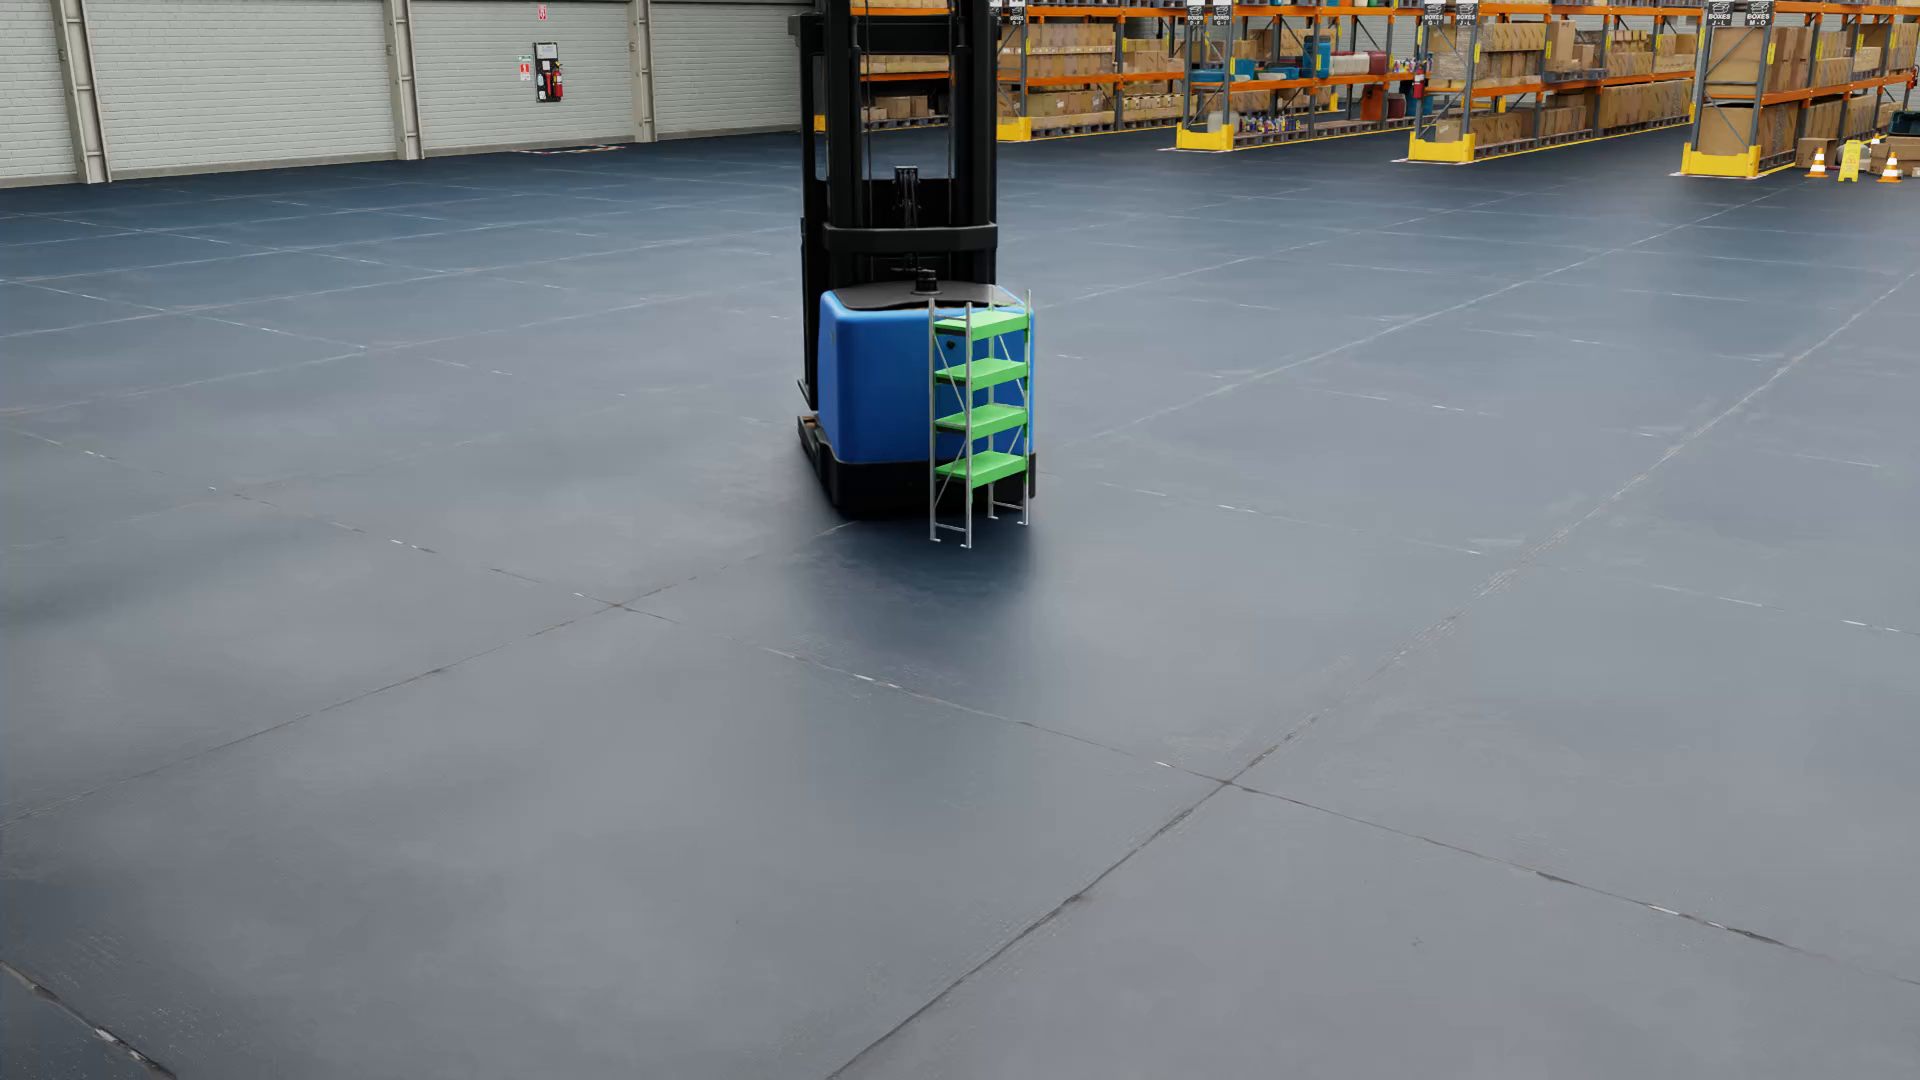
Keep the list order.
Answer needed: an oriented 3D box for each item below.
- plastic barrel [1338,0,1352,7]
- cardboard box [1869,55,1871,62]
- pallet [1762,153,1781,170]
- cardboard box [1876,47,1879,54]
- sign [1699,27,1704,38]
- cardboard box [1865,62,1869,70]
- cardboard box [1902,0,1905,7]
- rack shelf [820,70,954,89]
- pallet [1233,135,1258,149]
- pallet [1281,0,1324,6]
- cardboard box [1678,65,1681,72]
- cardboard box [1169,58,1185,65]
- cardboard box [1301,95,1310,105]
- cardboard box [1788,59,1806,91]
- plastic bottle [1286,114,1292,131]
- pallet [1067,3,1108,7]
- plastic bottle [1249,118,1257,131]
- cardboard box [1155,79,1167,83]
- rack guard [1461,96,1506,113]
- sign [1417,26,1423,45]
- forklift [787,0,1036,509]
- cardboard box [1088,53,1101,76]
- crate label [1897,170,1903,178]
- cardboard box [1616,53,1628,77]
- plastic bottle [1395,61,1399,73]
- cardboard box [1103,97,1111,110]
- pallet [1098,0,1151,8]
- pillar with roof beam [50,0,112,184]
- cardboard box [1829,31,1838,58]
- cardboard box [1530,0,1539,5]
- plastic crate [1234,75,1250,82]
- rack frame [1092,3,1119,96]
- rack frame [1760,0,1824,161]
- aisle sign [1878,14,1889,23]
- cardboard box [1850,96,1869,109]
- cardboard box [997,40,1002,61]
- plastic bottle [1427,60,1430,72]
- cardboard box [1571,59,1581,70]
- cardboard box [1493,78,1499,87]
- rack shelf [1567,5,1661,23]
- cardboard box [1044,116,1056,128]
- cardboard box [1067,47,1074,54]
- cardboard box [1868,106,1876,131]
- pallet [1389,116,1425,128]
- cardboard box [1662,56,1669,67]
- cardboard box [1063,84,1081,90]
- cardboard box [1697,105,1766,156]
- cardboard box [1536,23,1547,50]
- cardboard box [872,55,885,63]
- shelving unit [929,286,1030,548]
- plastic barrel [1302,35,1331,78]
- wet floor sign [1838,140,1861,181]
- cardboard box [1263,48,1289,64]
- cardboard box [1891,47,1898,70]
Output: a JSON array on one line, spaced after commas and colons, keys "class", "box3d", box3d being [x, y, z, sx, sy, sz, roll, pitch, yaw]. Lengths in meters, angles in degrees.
[{"class": "plastic barrel", "box3d": [8.712, -12.655, 38.154, 0.600, 0.830, 0.708, 12, 21, 35]}, {"class": "cardboard box", "box3d": [19.349, -10.351, 35.731, 0.380, 0.149, 0.250, 11, 20, 32]}, {"class": "pallet", "box3d": [14.040, -6.811, 29.820, 1.003, 0.211, 1.213, 12, 21, 35]}, {"class": "cardboard box", "box3d": [19.808, -10.677, 36.281, 0.380, 0.149, 0.250, 12, 21, 33]}, {"class": "sign", "box3d": [18.937, -12.927, 42.462, 0.100, 0.325, 0.005, 12, 21, 35]}, {"class": "cardboard box", "box3d": [19.198, -10.147, 35.577, 0.380, 0.149, 0.250, 14, 22, 37]}, {"class": "cardboard box", "box3d": [20.828, -12.052, 37.192, 0.500, 0.250, 0.500, 12, 21, 34]}, {"class": "rack shelf", "box3d": [-1.766, -11.308, 40.813, 1.077, 0.370, 4.000, 12, 21, 35]}, {"class": "pallet", "box3d": [5.494, -8.312, 34.653, 1.003, 0.211, 1.213, 12, 21, 35]}, {"class": "pallet", "box3d": [7.030, -11.530, 35.577, 1.213, 0.211, 1.003, 12, 21, 35]}, {"class": "cardboard box", "box3d": [17.800, -11.792, 41.581, 0.380, 0.149, 0.250, 13, 21, 35]}, {"class": "cardboard box", "box3d": [5.538, -12.085, 42.251, 0.500, 0.311, 0.500, 14, 22, 38]}, {"class": "cardboard box", "box3d": [9.840, -12.615, 47.702, 0.500, 0.250, 0.500, 12, 21, 35]}, {"class": "cardboard box", "box3d": [14.763, -8.448, 30.138, 0.875, 0.550, 0.550, 12, 21, 35]}, {"class": "plastic bottle", "box3d": [7.115, -9.072, 36.125, 0.144, 0.351, 0.185, 11, 20, 32]}, {"class": "pallet", "box3d": [3.685, -15.147, 47.228, 0.805, 0.209, 1.217, 11, 21, 33]}, {"class": "plastic bottle", "box3d": [6.336, -9.001, 36.023, 0.152, 0.276, 0.135, 12, 21, 35]}, {"class": "cardboard box", "box3d": [6.157, -13.994, 50.664, 0.380, 0.149, 0.250, 13, 22, 36]}, {"class": "rack guard", "box3d": [14.536, -12.050, 46.203, 1.175, 0.500, 0.348, 12, 21, 35]}, {"class": "sign", "box3d": [8.542, -9.356, 30.829, 0.100, 0.325, 0.005, 12, 21, 35]}, {"class": "forklift", "box3d": [-0.383, -1.953, 9.592, 1.130, 2.935, 3.031, -3, 18, -10]}, {"class": "cardboard box", "box3d": [2.838, -11.068, 38.657, 0.700, 0.500, 0.500, 12, 21, 34]}, {"class": "crate label", "box3d": [15.480, -6.075, 27.575, 0.250, 0.136, 0.298, 2, 17, 6]}, {"class": "cardboard box", "box3d": [14.859, -10.816, 37.847, 0.500, 0.500, 0.500, 12, 21, 34]}, {"class": "plastic bottle", "box3d": [10.515, -11.390, 40.062, 0.061, 0.283, 0.133, 12, 21, 35]}, {"class": "cardboard box", "box3d": [3.417, -10.556, 40.160, 0.500, 0.311, 0.500, 12, 21, 35]}, {"class": "pallet", "box3d": [3.921, -12.807, 39.692, 0.805, 0.209, 1.217, 11, 21, 33]}, {"class": "pillar with roof beam", "box3d": [-10.503, -9.312, 23.056, 9.100, 9.000, 0.400, 12, 21, 35]}, {"class": "cardboard box", "box3d": [16.786, -9.731, 32.667, 0.700, 0.500, 0.500, 12, 21, 34]}, {"class": "cardboard box", "box3d": [10.978, -10.586, 32.469, 0.500, 0.250, 0.500, 13, 22, 36]}, {"class": "plastic crate", "box3d": [5.790, -9.455, 34.077, 0.298, 0.136, 0.250, 12, 21, 35]}, {"class": "rack frame", "box3d": [4.192, -14.033, 48.376, 1.000, 3.000, 0.127, 12, 21, 35]}, {"class": "rack frame", "box3d": [15.283, -8.602, 30.884, 1.000, 3.000, 0.127, 12, 21, 35]}, {"class": "aisle sign", "box3d": [22.235, -12.772, 39.929, 0.394, 0.787, 0.004, 12, 21, 35]}, {"class": "cardboard box", "box3d": [19.188, -9.401, 35.702, 0.500, 0.250, 0.500, 11, 21, 32]}, {"class": "cardboard box", "box3d": [0.812, -12.924, 43.893, 0.700, 0.500, 0.500, 12, 21, 35]}, {"class": "plastic bottle", "box3d": [11.655, -11.865, 41.604, 0.152, 0.276, 0.135, 12, 21, 35]}, {"class": "cardboard box", "box3d": [12.966, -10.146, 35.377, 0.396, 0.266, 0.258, 12, 21, 33]}, {"class": "cardboard box", "box3d": [10.077, -8.754, 31.799, 0.380, 0.149, 0.250, 12, 21, 35]}, {"class": "rack shelf", "box3d": [14.935, -12.020, 38.048, 1.077, 0.370, 4.000, 12, 21, 35]}, {"class": "cardboard box", "box3d": [1.816, -9.396, 37.372, 0.500, 0.250, 0.500, 12, 21, 35]}, {"class": "cardboard box", "box3d": [2.346, -11.080, 37.602, 0.380, 0.149, 0.250, 13, 21, 35]}, {"class": "cardboard box", "box3d": [19.811, -9.293, 36.618, 0.500, 0.500, 0.500, 12, 21, 34]}, {"class": "pallet", "box3d": [10.929, -10.483, 41.644, 1.003, 0.211, 1.213, 12, 21, 35]}, {"class": "cardboard box", "box3d": [16.917, -11.661, 40.488, 0.500, 0.250, 0.500, 12, 21, 34]}, {"class": "cardboard box", "box3d": [2.879, -12.614, 46.722, 0.750, 0.750, 0.750, 12, 21, 34]}, {"class": "cardboard box", "box3d": [13.250, -7.008, 28.627, 0.875, 0.875, 0.875, 13, 21, 35]}, {"class": "cardboard box", "box3d": [11.312, -10.014, 33.075, 0.500, 0.500, 0.500, 12, 21, 35]}, {"class": "cardboard box", "box3d": [-2.130, -11.648, 39.649, 0.500, 0.500, 0.500, 12, 21, 35]}, {"class": "shelving unit", "box3d": [0.099, -0.612, 8.191, 0.258, 1.200, 0.503, 12, 21, 35]}, {"class": "plastic barrel", "box3d": [7.855, -10.655, 36.652, 0.600, 0.901, 0.708, 12, 21, 35]}, {"class": "wet floor sign", "box3d": [14.472, -6.168, 27.017, 0.267, 0.644, 0.232, 8, 19, 25]}, {"class": "cardboard box", "box3d": [8.695, -13.280, 45.781, 0.500, 0.500, 0.500, 13, 22, 36]}, {"class": "cardboard box", "box3d": [20.836, -10.889, 37.581, 0.500, 0.500, 0.500, 12, 21, 35]}]
